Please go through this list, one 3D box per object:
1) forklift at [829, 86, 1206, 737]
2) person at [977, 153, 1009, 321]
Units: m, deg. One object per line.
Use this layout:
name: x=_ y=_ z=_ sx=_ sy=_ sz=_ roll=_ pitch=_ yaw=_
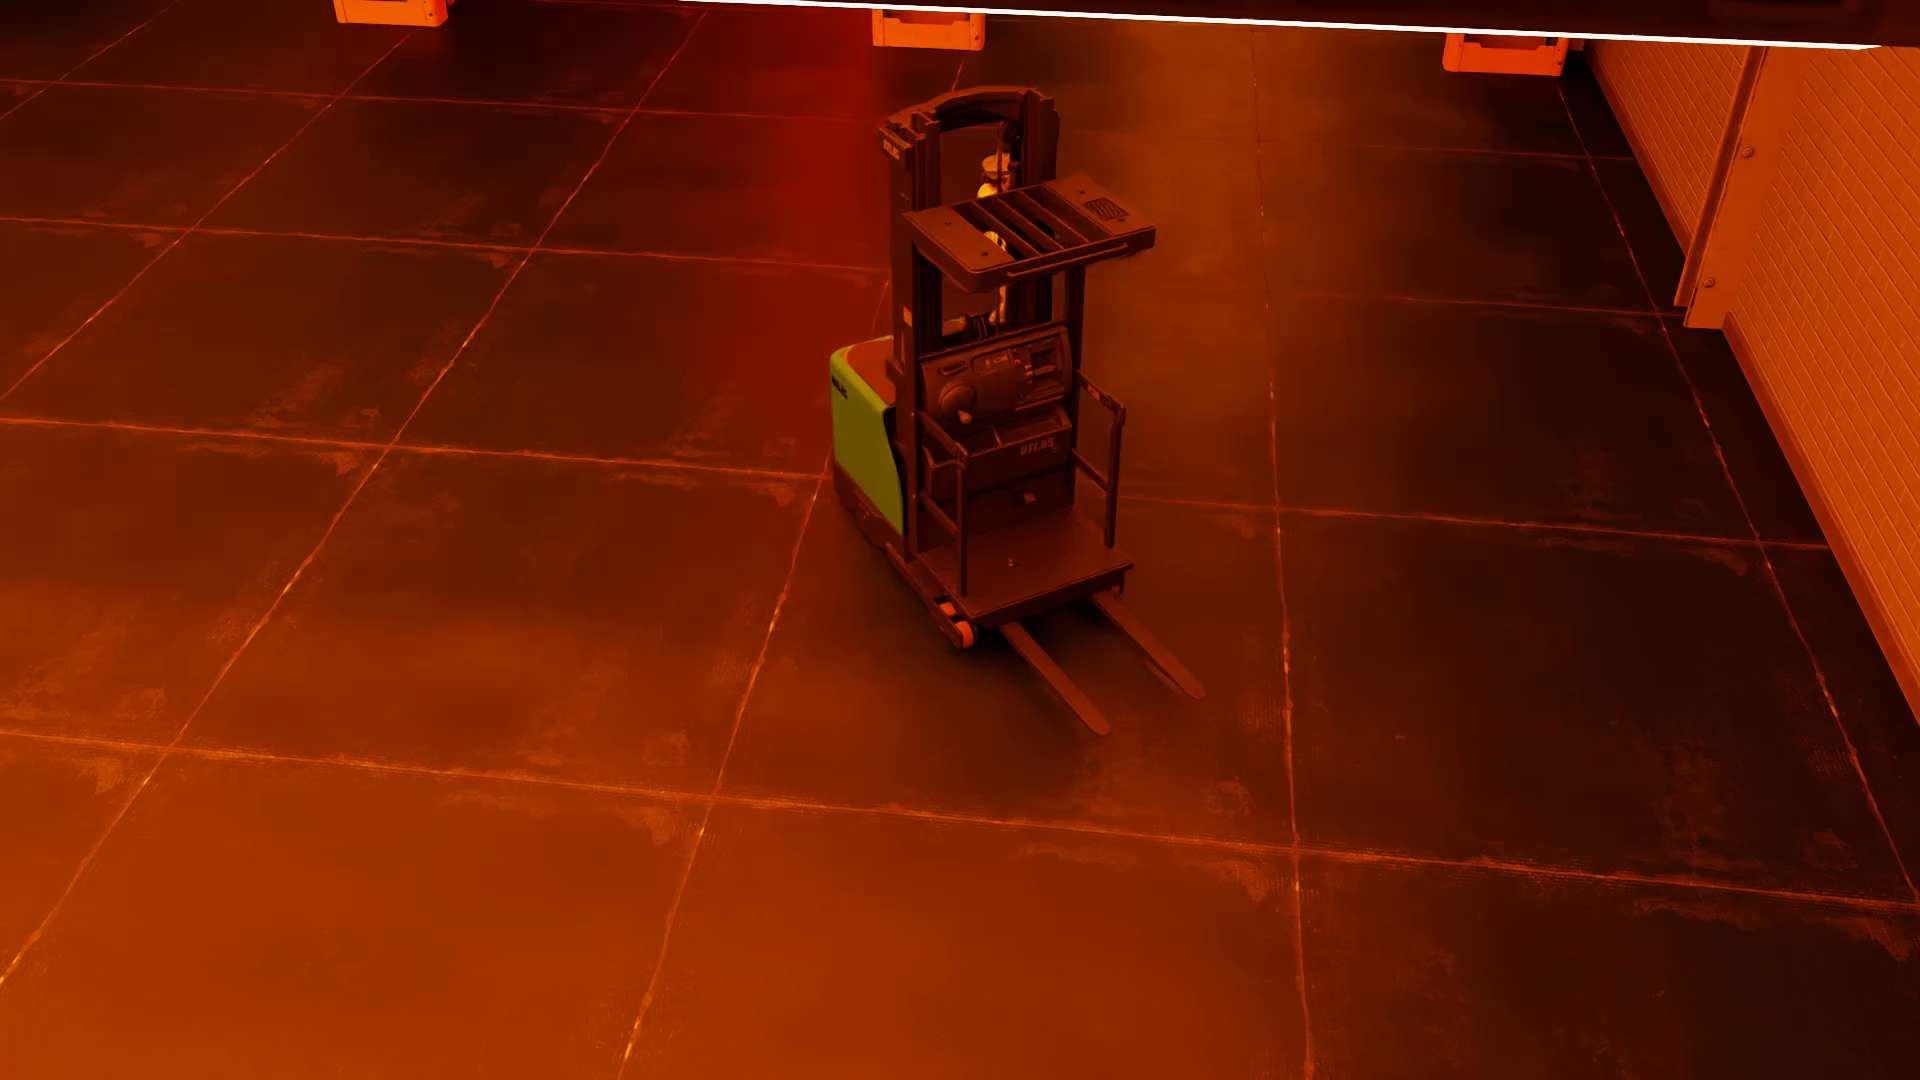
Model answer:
forklift: x=0.318 y=-0.855 z=9.189 sx=1.130 sy=2.935 sz=3.031 roll=-18 pitch=40 yaw=-23
person: x=0.334 y=-2.007 z=11.902 sx=0.471 sy=1.556 sz=0.698 roll=1 pitch=36 yaw=1
